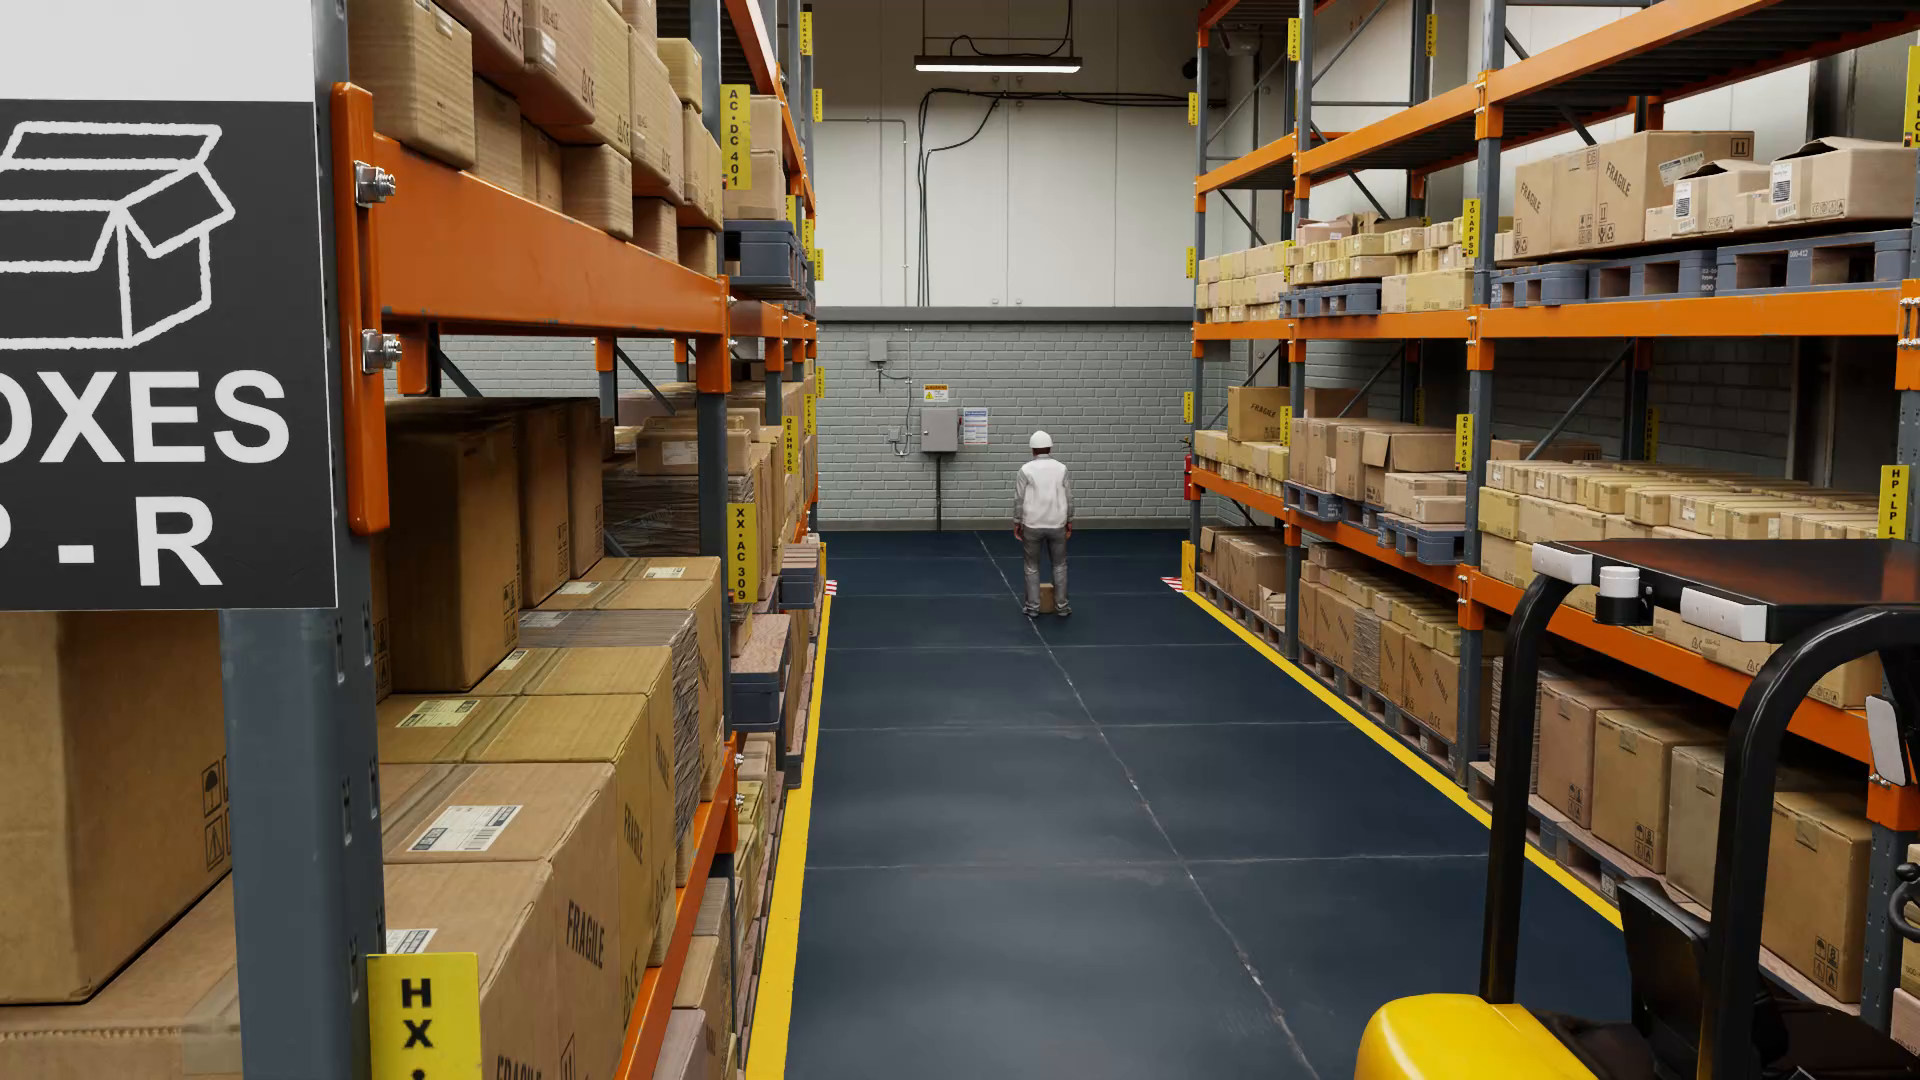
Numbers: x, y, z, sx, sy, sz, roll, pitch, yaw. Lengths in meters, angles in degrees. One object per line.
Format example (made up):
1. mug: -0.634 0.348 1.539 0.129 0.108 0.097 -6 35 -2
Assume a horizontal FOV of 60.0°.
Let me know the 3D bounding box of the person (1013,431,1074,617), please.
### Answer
1. person: 0.800 -0.156 15.932 0.594 1.772 0.460 -1 7 -7
